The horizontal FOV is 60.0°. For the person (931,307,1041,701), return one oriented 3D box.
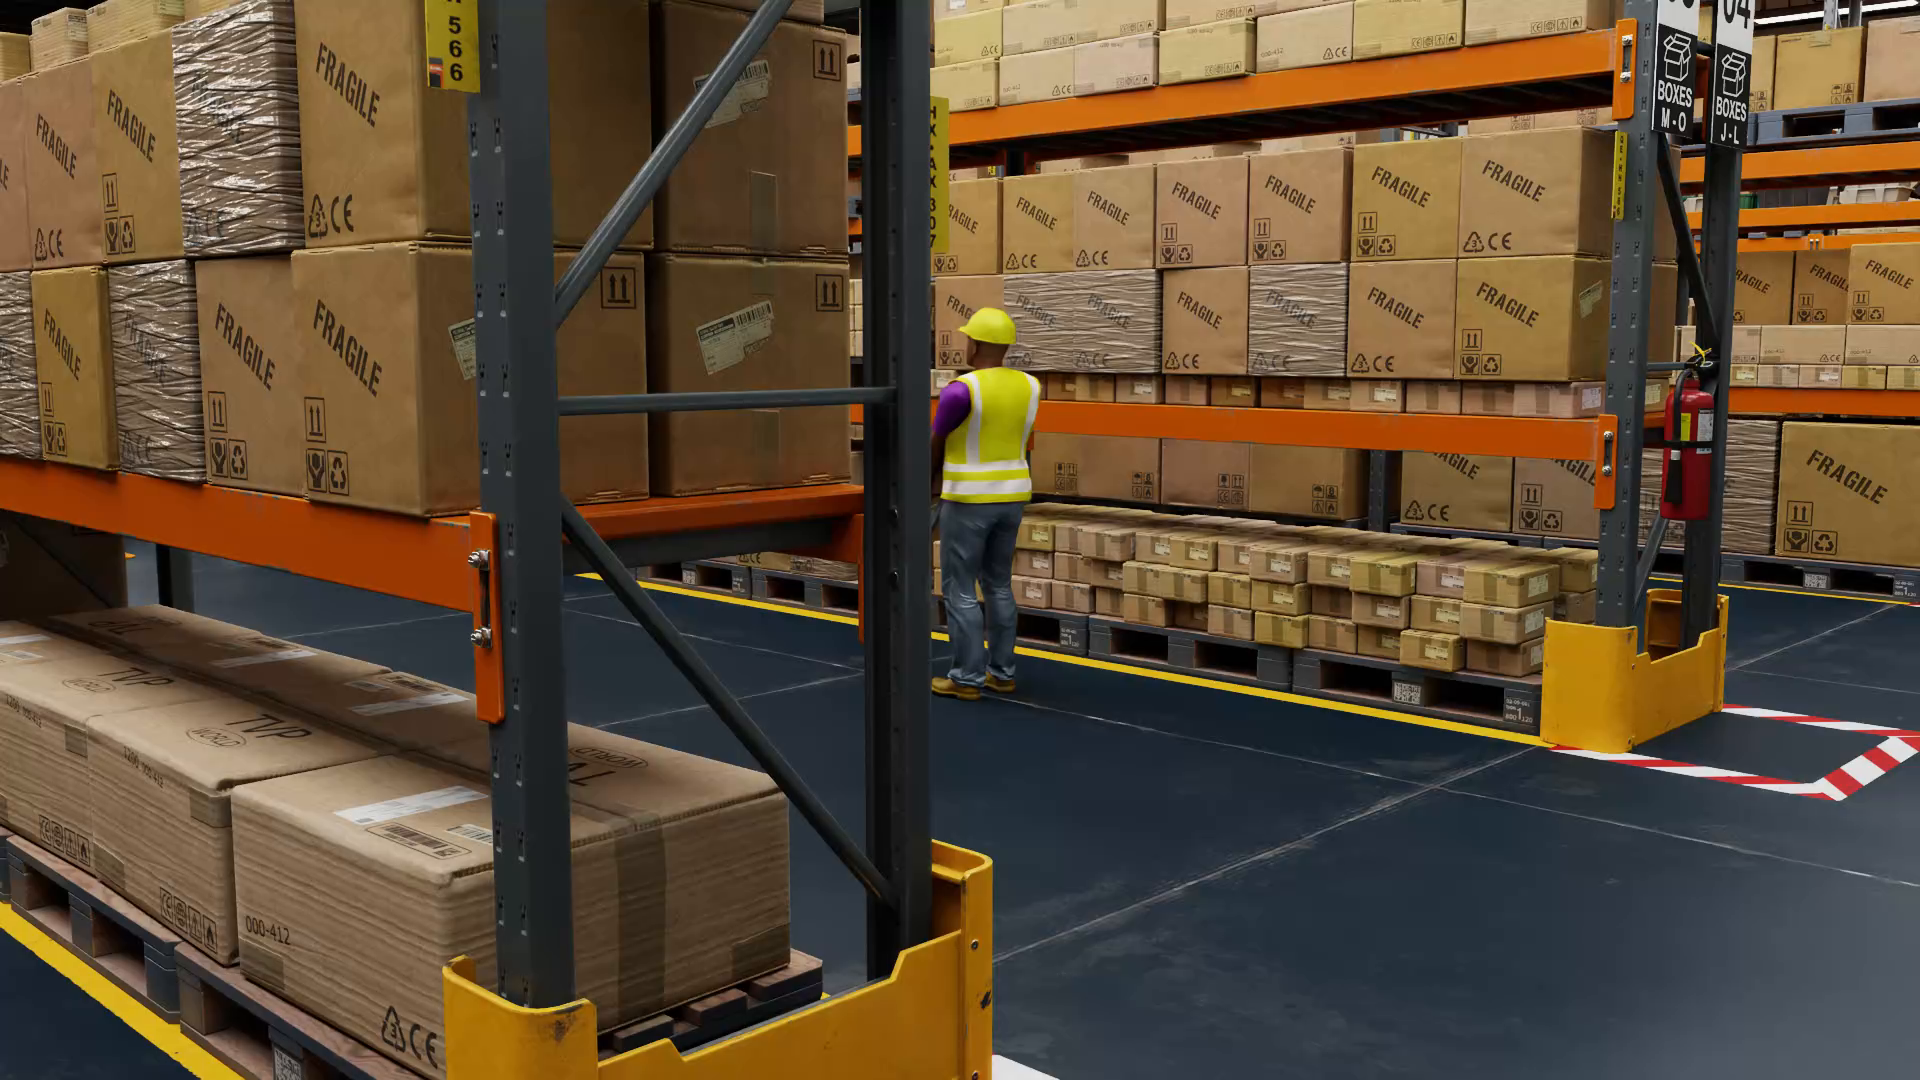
[{"bbox_3d":[0.047,-0.173,7.591,0.502,1.761,0.577,-5,9,-36],"label":"person"}]
